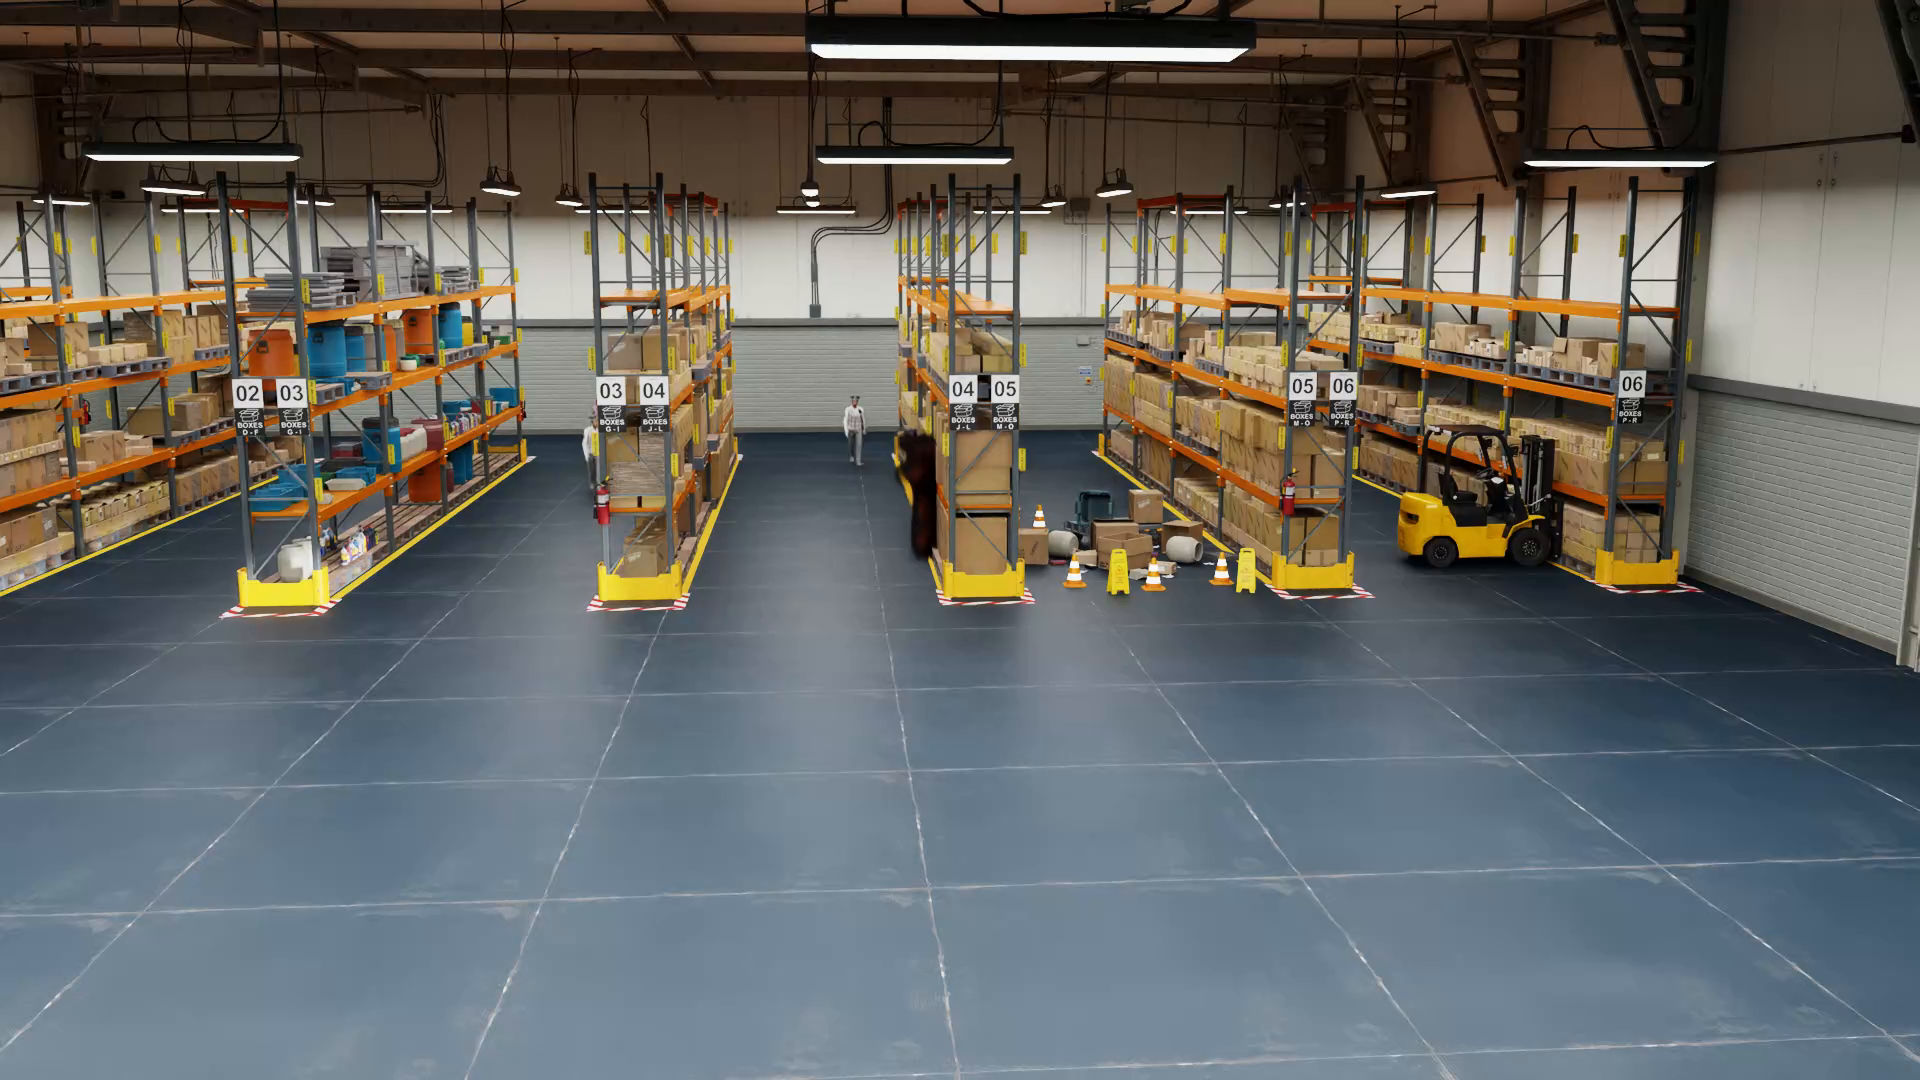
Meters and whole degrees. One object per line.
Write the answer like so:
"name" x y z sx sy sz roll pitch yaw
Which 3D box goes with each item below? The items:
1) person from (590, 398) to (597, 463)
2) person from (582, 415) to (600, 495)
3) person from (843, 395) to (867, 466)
"person" -8.262 -2.497 38.202 0.454 1.592 0.479 -2 10 -10
"person" -7.465 -1.758 33.963 0.471 1.622 0.952 -2 10 -10
"person" -2.423 -2.538 38.341 0.529 1.612 1.028 0 10 -2
